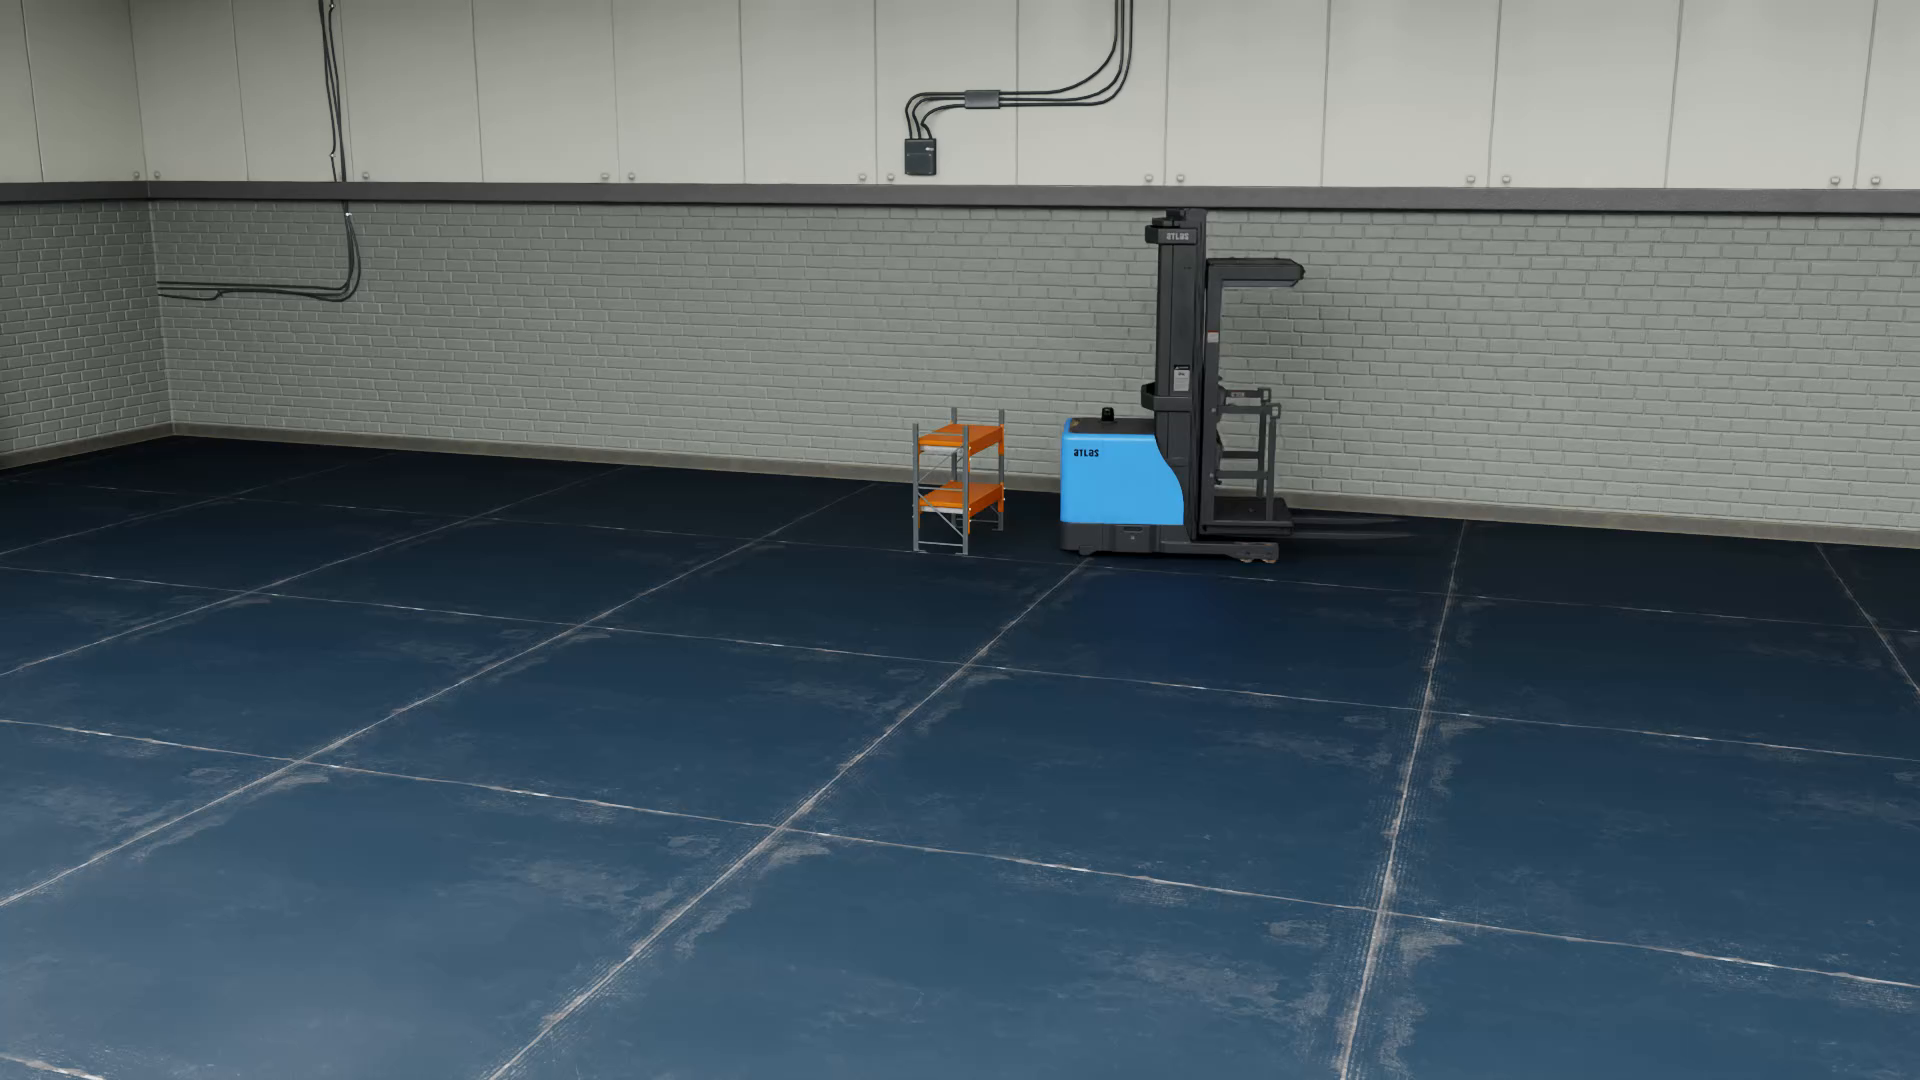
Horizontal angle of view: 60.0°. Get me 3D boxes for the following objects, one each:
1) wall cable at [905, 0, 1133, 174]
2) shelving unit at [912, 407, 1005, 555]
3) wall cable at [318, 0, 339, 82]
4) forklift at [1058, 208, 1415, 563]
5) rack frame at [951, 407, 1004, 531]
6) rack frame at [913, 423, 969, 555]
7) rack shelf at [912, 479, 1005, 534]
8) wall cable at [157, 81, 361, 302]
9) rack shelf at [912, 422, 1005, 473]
[{"bbox_3d":[0.542,-6.557,15.852,2.305,6.003,0.169,4,14,18],"label":"wall cable"},{"bbox_3d":[-0.002,-0.547,14.857,0.538,1.125,1.048,4,14,18],"label":"shelving unit"},{"bbox_3d":[-5.876,-6.340,18.170,3.097,2.526,0.112,4,14,18],"label":"wall cable"},{"bbox_3d":[2.401,-1.357,14.347,3.031,2.935,1.130,1,13,6],"label":"forklift"},{"bbox_3d":[0.162,-0.654,15.325,0.500,1.125,0.032,4,14,18],"label":"rack frame"},{"bbox_3d":[-0.167,-0.440,14.388,0.500,1.125,0.032,4,14,18],"label":"rack frame"},{"bbox_3d":[-0.002,-0.309,14.911,0.538,0.278,1.000,4,14,18],"label":"rack shelf"},{"bbox_3d":[-8.435,-4.072,19.585,3.097,2.526,0.112,4,14,18],"label":"wall cable"},{"bbox_3d":[-0.002,-0.832,14.791,0.538,0.278,1.000,4,14,18],"label":"rack shelf"}]
